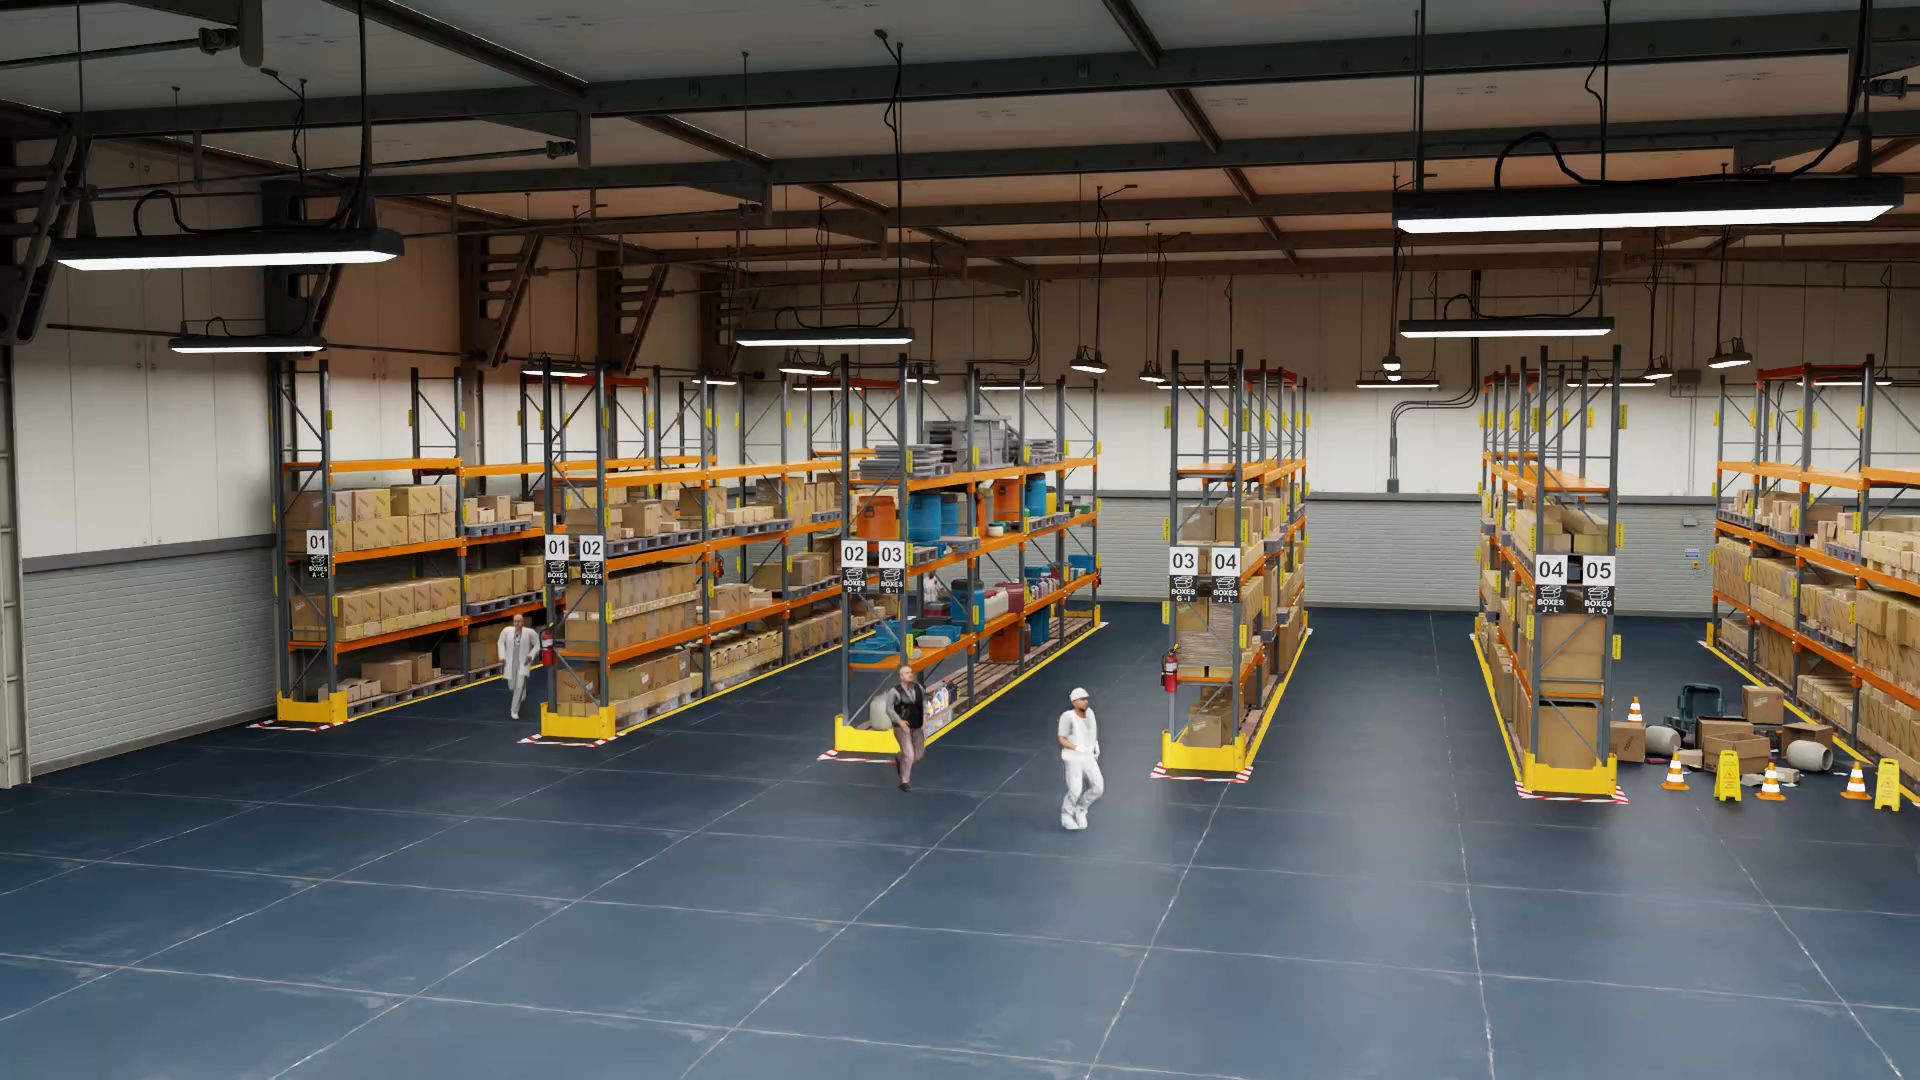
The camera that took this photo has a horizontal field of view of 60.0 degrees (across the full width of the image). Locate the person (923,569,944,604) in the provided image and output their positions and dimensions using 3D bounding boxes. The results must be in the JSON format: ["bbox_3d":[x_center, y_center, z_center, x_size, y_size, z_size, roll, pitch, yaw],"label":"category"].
[{"bbox_3d":[-0.656,1.410,38.456,0.555,1.654,0.550,0,4,6],"label":"person"}]

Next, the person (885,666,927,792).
[{"bbox_3d":[-0.728,2.546,22.588,0.674,1.695,0.650,-3,5,-33],"label":"person"}]

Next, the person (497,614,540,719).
[{"bbox_3d":[-7.494,2.121,28.301,0.718,1.759,0.938,0,4,-2],"label":"person"}]

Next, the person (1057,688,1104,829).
[{"bbox_3d":[1.503,2.670,20.185,0.721,1.759,0.638,-3,5,-37],"label":"person"}]
